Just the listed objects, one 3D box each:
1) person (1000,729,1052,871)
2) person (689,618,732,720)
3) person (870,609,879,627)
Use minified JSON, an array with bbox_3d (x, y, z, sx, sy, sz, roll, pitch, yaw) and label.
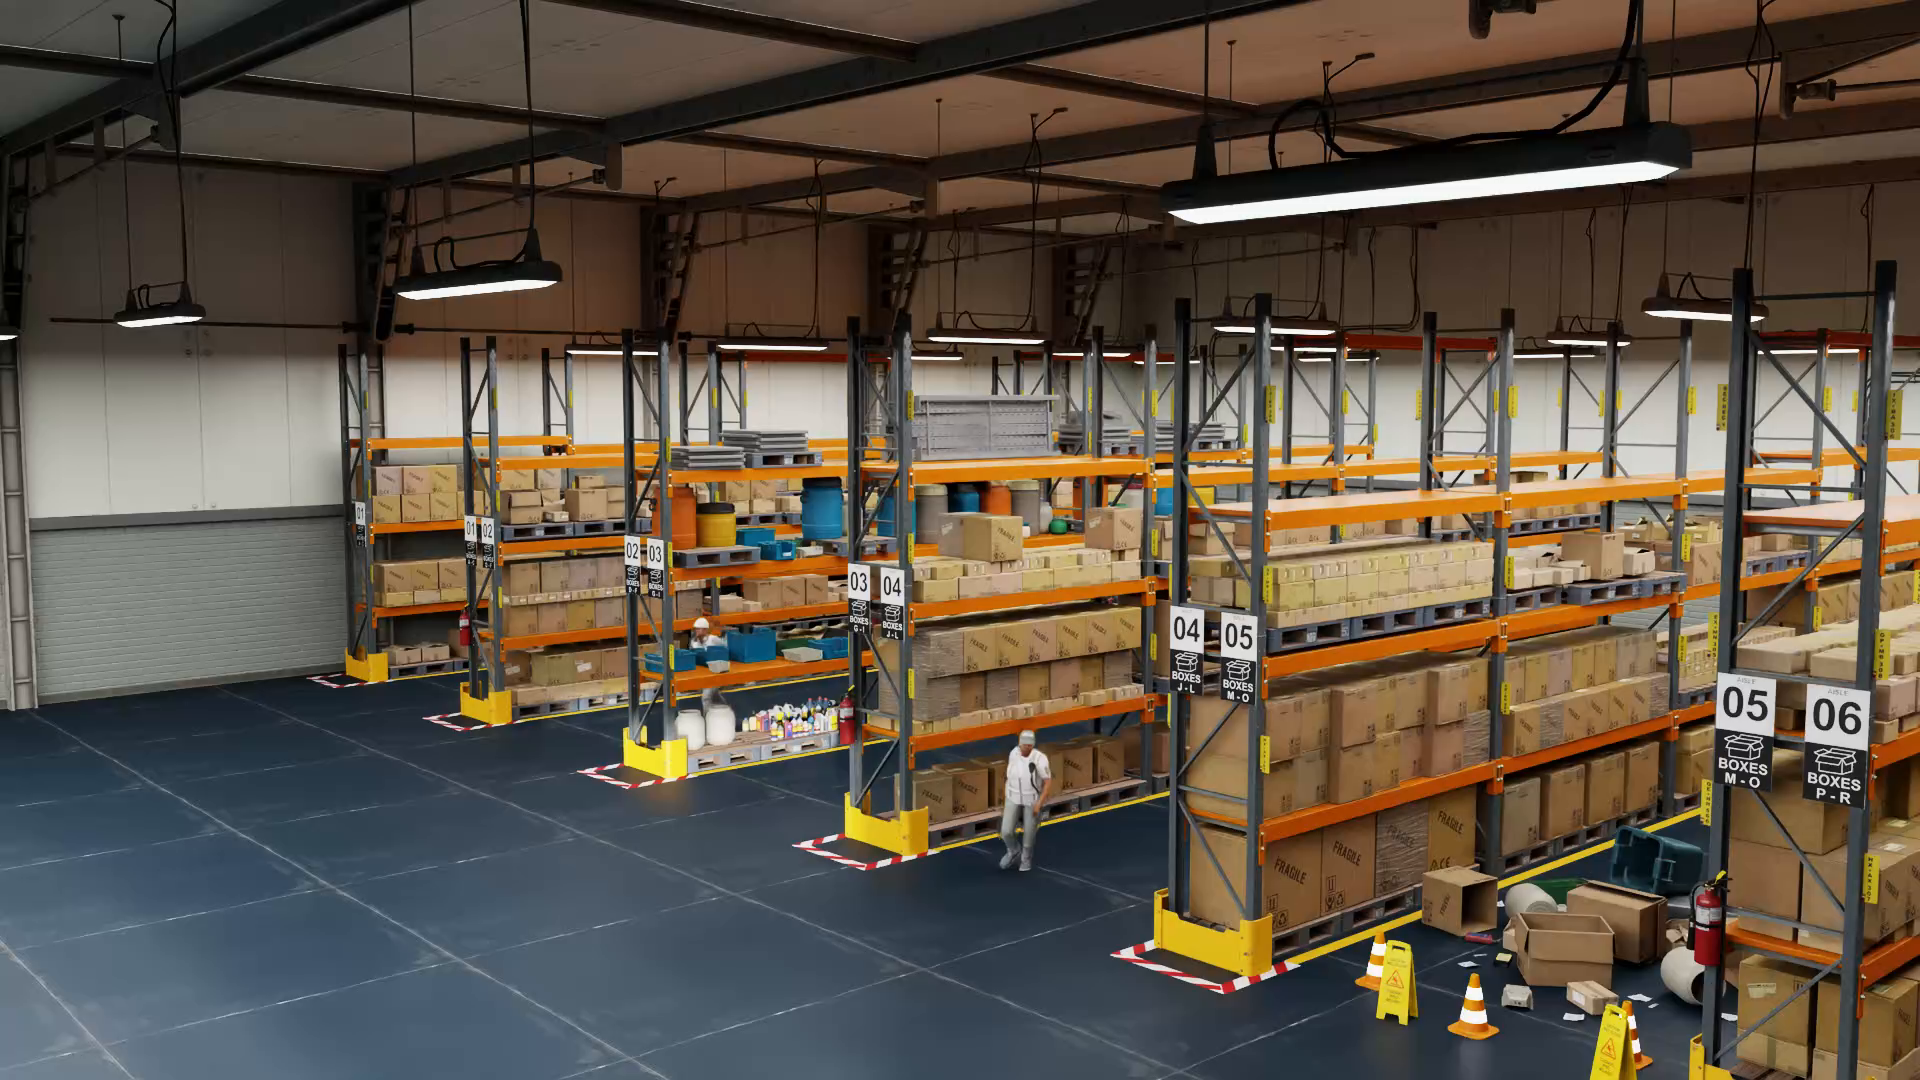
[{"bbox_3d":[0.704,2.779,17.718,0.594,1.604,0.707,1,5,14],"label":"person"},{"bbox_3d":[-3.772,2.034,25.261,0.659,1.746,0.974,4,6,36],"label":"person"},{"bbox_3d":[-1.752,1.293,33.964,0.818,1.713,0.511,-4,7,-38],"label":"person"}]
